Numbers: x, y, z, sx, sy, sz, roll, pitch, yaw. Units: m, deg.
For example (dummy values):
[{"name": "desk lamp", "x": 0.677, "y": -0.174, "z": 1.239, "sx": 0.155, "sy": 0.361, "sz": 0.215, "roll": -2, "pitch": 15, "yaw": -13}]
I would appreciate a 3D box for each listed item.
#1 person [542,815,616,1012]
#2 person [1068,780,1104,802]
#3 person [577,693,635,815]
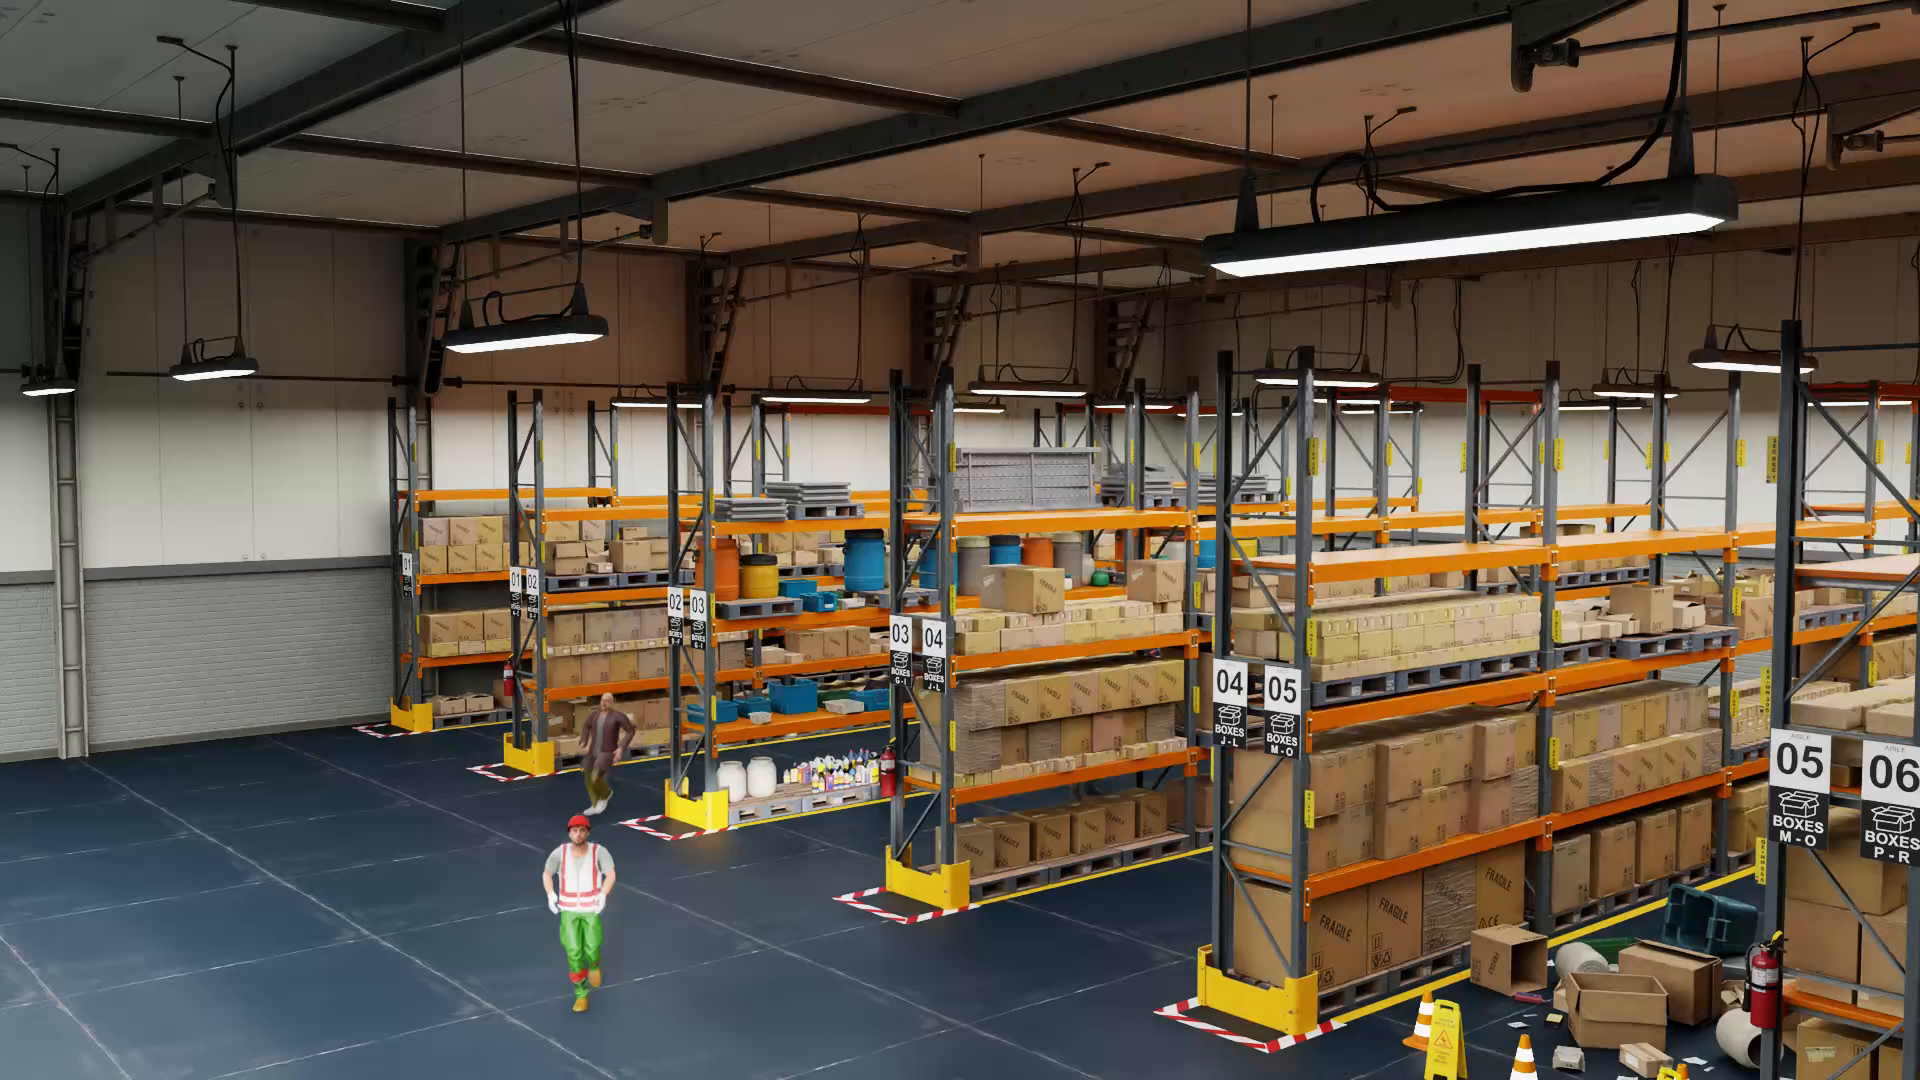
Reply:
[{"name": "person", "x": -3.512, "y": 3.392, "z": 15.333, "sx": 0.668, "sy": 1.755, "sz": 0.666, "roll": 0, "pitch": 3, "yaw": -8}, {"name": "person", "x": 1.696, "y": 3.015, "z": 22.537, "sx": 0.835, "sy": 1.657, "sz": 0.591, "roll": -3, "pitch": 4, "yaw": -39}, {"name": "person", "x": -4.934, "y": 2.967, "z": 22.980, "sx": 0.775, "sy": 1.726, "sz": 0.583, "roll": 2, "pitch": 4, "yaw": 25}]
